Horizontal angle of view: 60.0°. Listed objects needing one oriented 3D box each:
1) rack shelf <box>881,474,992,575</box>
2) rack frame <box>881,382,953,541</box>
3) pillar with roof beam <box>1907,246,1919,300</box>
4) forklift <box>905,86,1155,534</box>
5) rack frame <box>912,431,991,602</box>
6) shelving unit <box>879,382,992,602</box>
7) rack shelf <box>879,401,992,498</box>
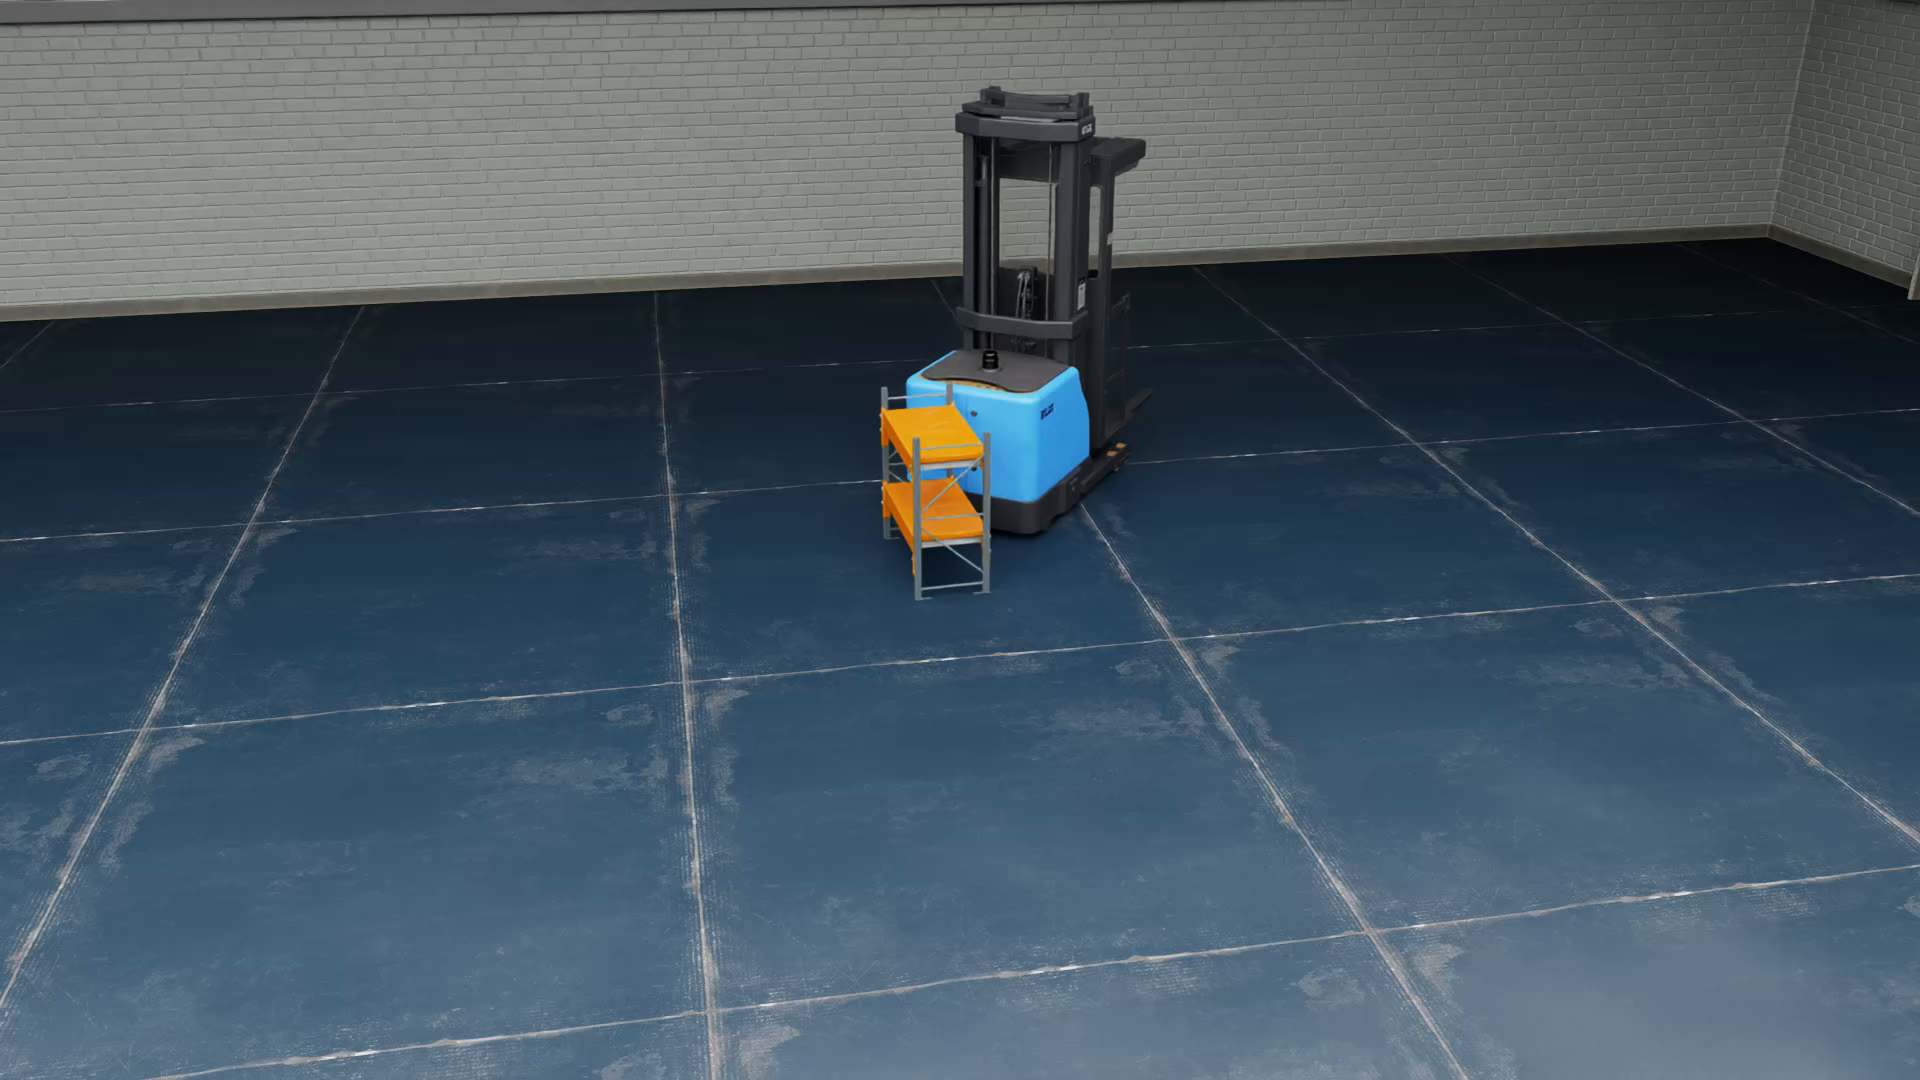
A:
[{"bbox_3d":[-0.172,-0.118,11.226,0.538,0.278,1.000,-6,24,-13],"label":"rack shelf"},{"bbox_3d":[-0.293,-0.540,11.580,0.500,1.125,0.032,-6,24,-13],"label":"rack frame"},{"bbox_3d":[5.986,-6.300,14.931,9.100,9.000,0.400,-4,24,-10],"label":"pillar with roof beam"},{"bbox_3d":[0.700,-1.940,12.530,1.130,2.935,3.031,11,26,23],"label":"forklift"},{"bbox_3d":[-0.052,-0.144,10.675,0.500,1.125,0.032,-6,24,-13],"label":"rack frame"},{"bbox_3d":[-0.172,-0.342,11.128,0.538,1.125,1.048,-6,24,-13],"label":"shelving unit"},{"bbox_3d":[-0.172,-0.610,11.011,0.538,0.278,1.000,-6,24,-13],"label":"rack shelf"}]
